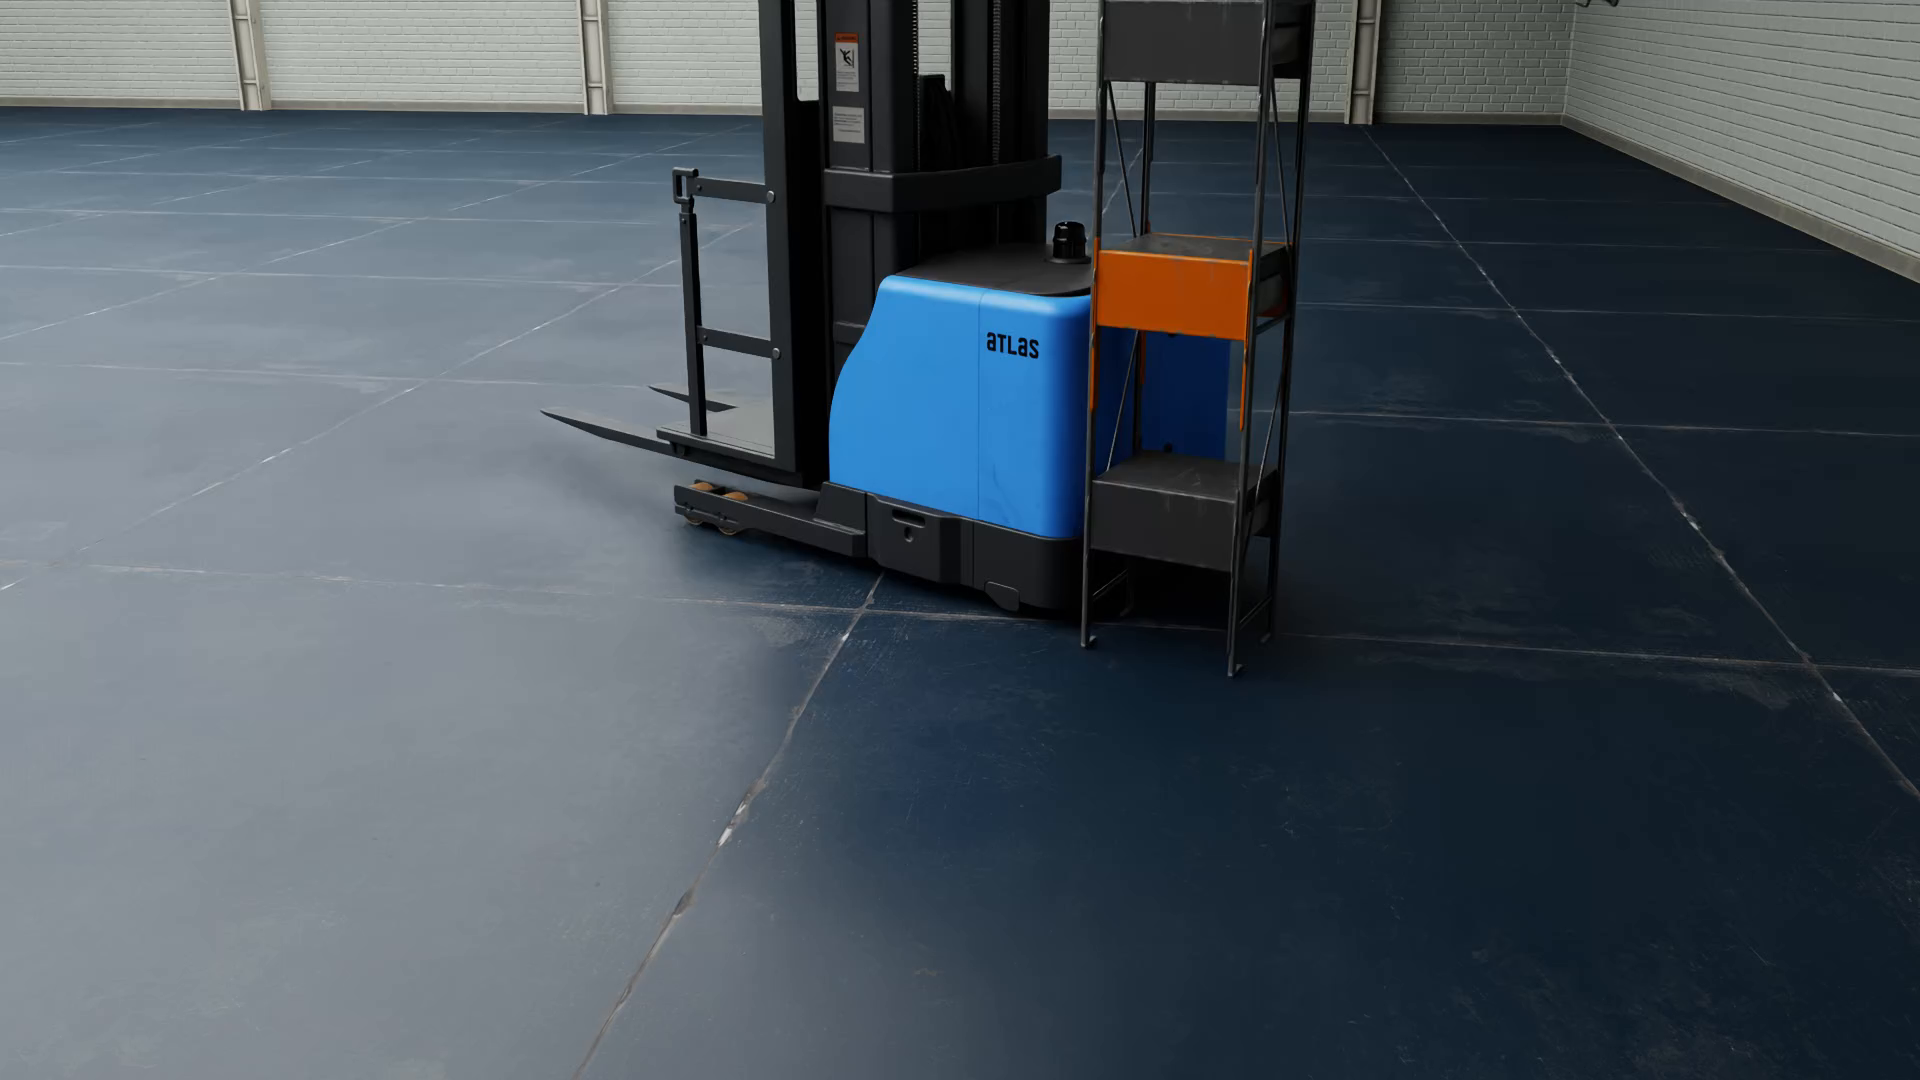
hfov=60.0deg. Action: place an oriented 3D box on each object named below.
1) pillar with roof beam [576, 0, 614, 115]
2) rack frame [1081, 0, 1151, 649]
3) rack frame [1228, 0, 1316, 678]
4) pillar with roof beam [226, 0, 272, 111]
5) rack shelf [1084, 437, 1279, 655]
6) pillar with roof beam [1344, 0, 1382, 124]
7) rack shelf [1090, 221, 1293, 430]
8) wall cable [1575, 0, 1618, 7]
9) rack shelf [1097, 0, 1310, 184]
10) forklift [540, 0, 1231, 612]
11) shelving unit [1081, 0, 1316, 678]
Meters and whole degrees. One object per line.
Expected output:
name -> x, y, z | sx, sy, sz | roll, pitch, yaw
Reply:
pillar with roof beam -> -6.520, -9.814, 21.454 | 0.400, 9.000, 9.100 | 3, 19, 9
rack frame -> 0.486, -0.707, 5.097 | 0.015, 2.100, 0.400 | 10, 21, 27
rack frame -> 0.916, -0.632, 4.879 | 0.015, 2.100, 0.400 | 10, 21, 27
pillar with roof beam -> -12.444, -10.116, 22.356 | 0.400, 9.000, 9.100 | 3, 19, 9
rack shelf -> 0.700, 0.006, 5.218 | 0.480, 0.518, 0.431 | 10, 21, 27
pillar with roof beam -> 5.328, -9.211, 19.649 | 0.400, 9.000, 9.100 | 3, 19, 9
rack shelf -> 0.701, -0.656, 4.992 | 0.480, 0.518, 0.431 | 10, 21, 27
wall cable -> 8.710, -8.524, 22.491 | 0.112, 2.526, 3.097 | 3, 19, 9
rack shelf -> 0.702, -1.319, 4.767 | 0.480, 0.518, 0.431 | 10, 21, 27
forklift -> -0.479, -1.519, 6.225 | 3.031, 2.935, 1.130 | 15, 24, 38
shelving unit -> 0.701, -0.669, 4.988 | 0.503, 2.100, 0.431 | 10, 21, 27
